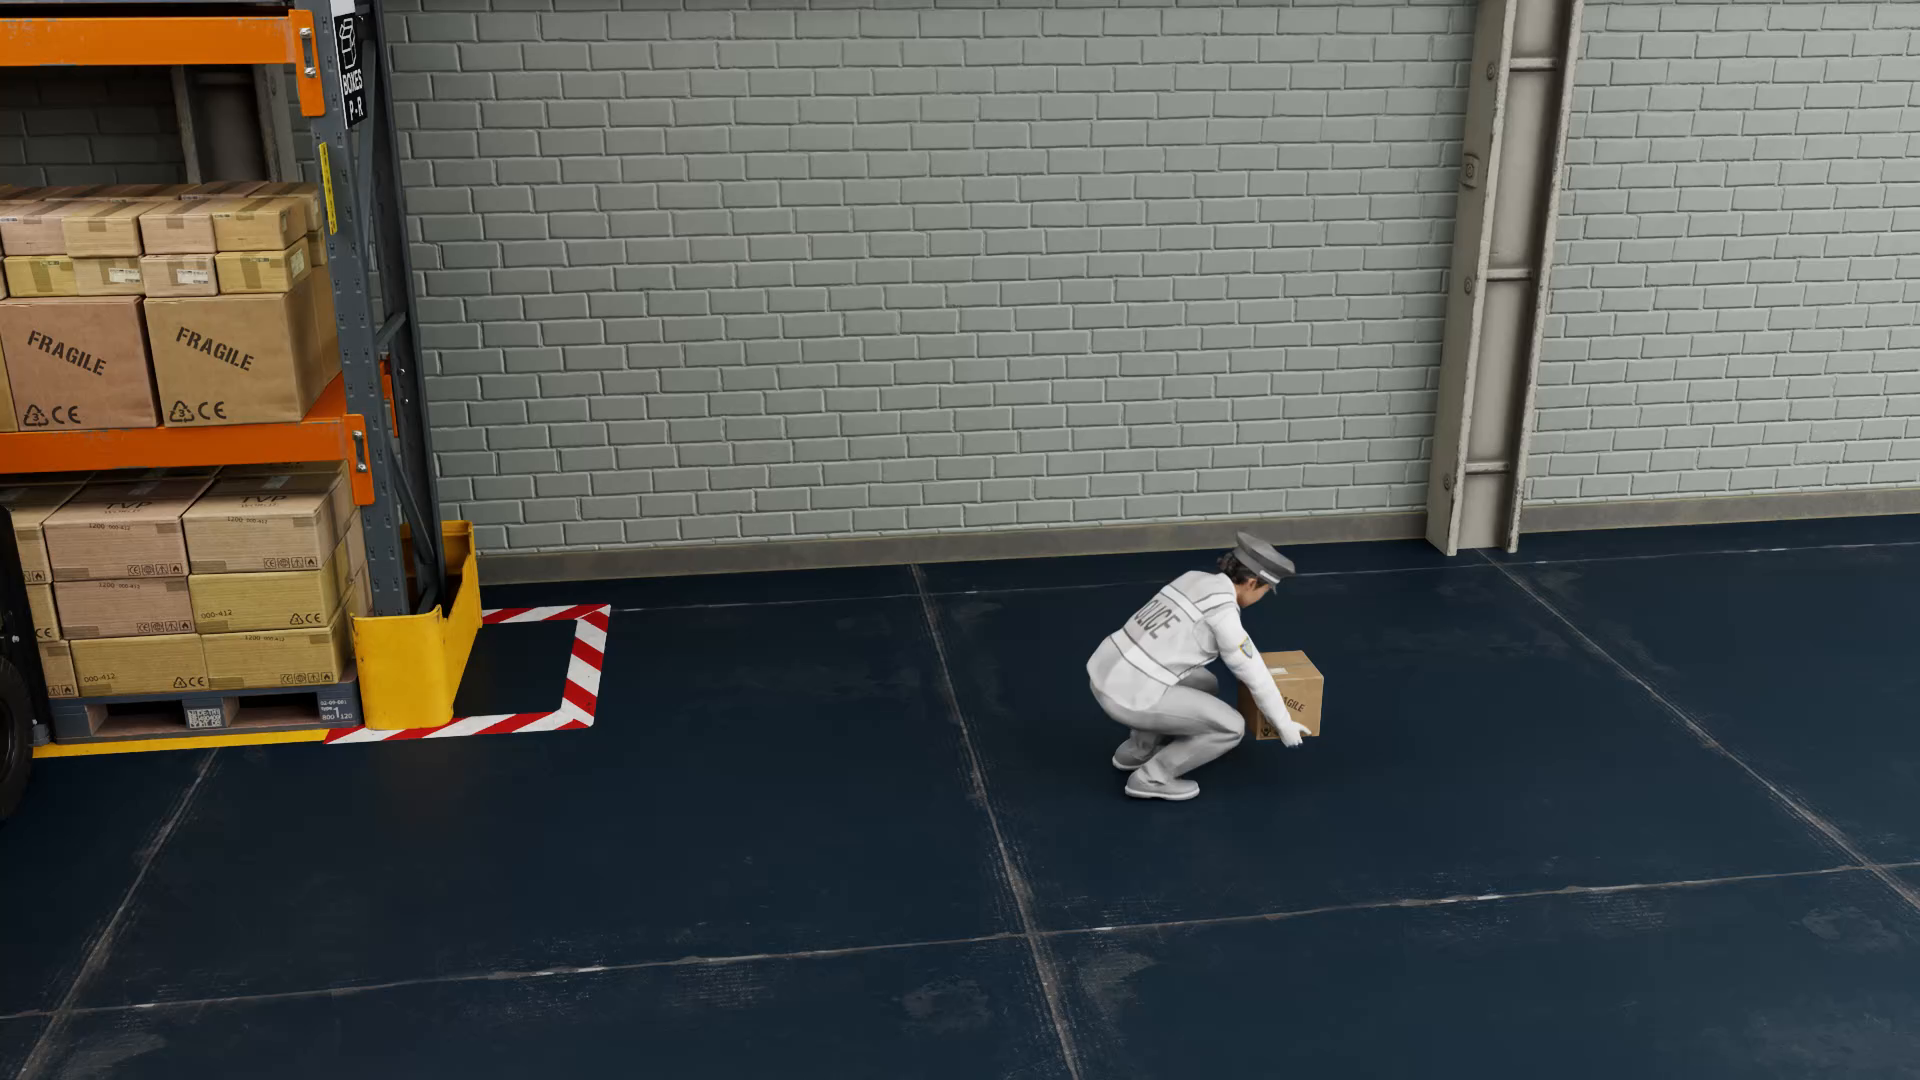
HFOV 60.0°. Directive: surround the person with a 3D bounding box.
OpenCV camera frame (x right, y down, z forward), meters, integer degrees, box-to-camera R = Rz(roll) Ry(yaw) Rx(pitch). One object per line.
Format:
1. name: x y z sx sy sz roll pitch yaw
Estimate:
1. person: 0.903 0.469 6.318 0.844 0.976 0.471 -3 20 -9
